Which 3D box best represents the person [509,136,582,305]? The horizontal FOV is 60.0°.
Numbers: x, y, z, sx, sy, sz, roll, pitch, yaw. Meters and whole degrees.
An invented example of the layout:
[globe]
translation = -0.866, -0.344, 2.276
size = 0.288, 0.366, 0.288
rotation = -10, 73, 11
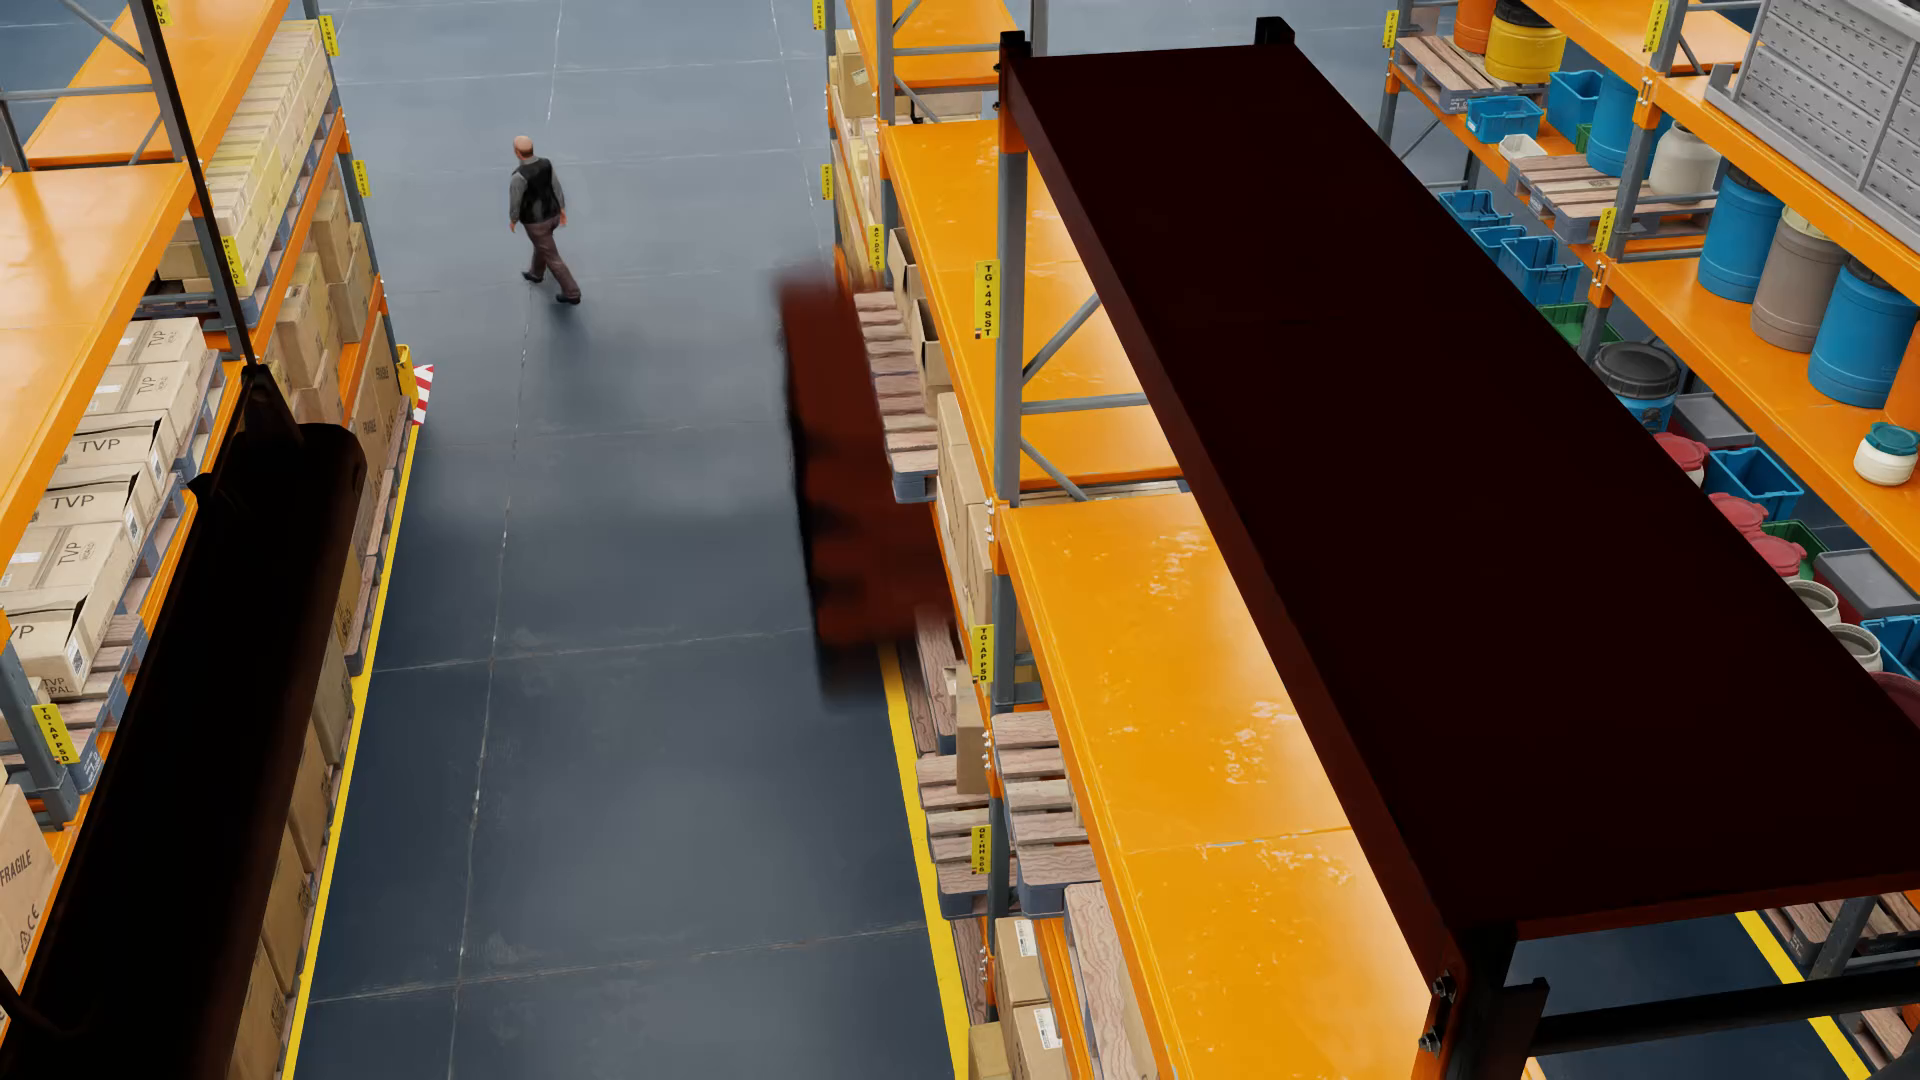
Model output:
[person]
translation = -4.169, -3.171, 16.309
size = 0.940, 1.674, 0.566
rotation = 15, 39, 19
